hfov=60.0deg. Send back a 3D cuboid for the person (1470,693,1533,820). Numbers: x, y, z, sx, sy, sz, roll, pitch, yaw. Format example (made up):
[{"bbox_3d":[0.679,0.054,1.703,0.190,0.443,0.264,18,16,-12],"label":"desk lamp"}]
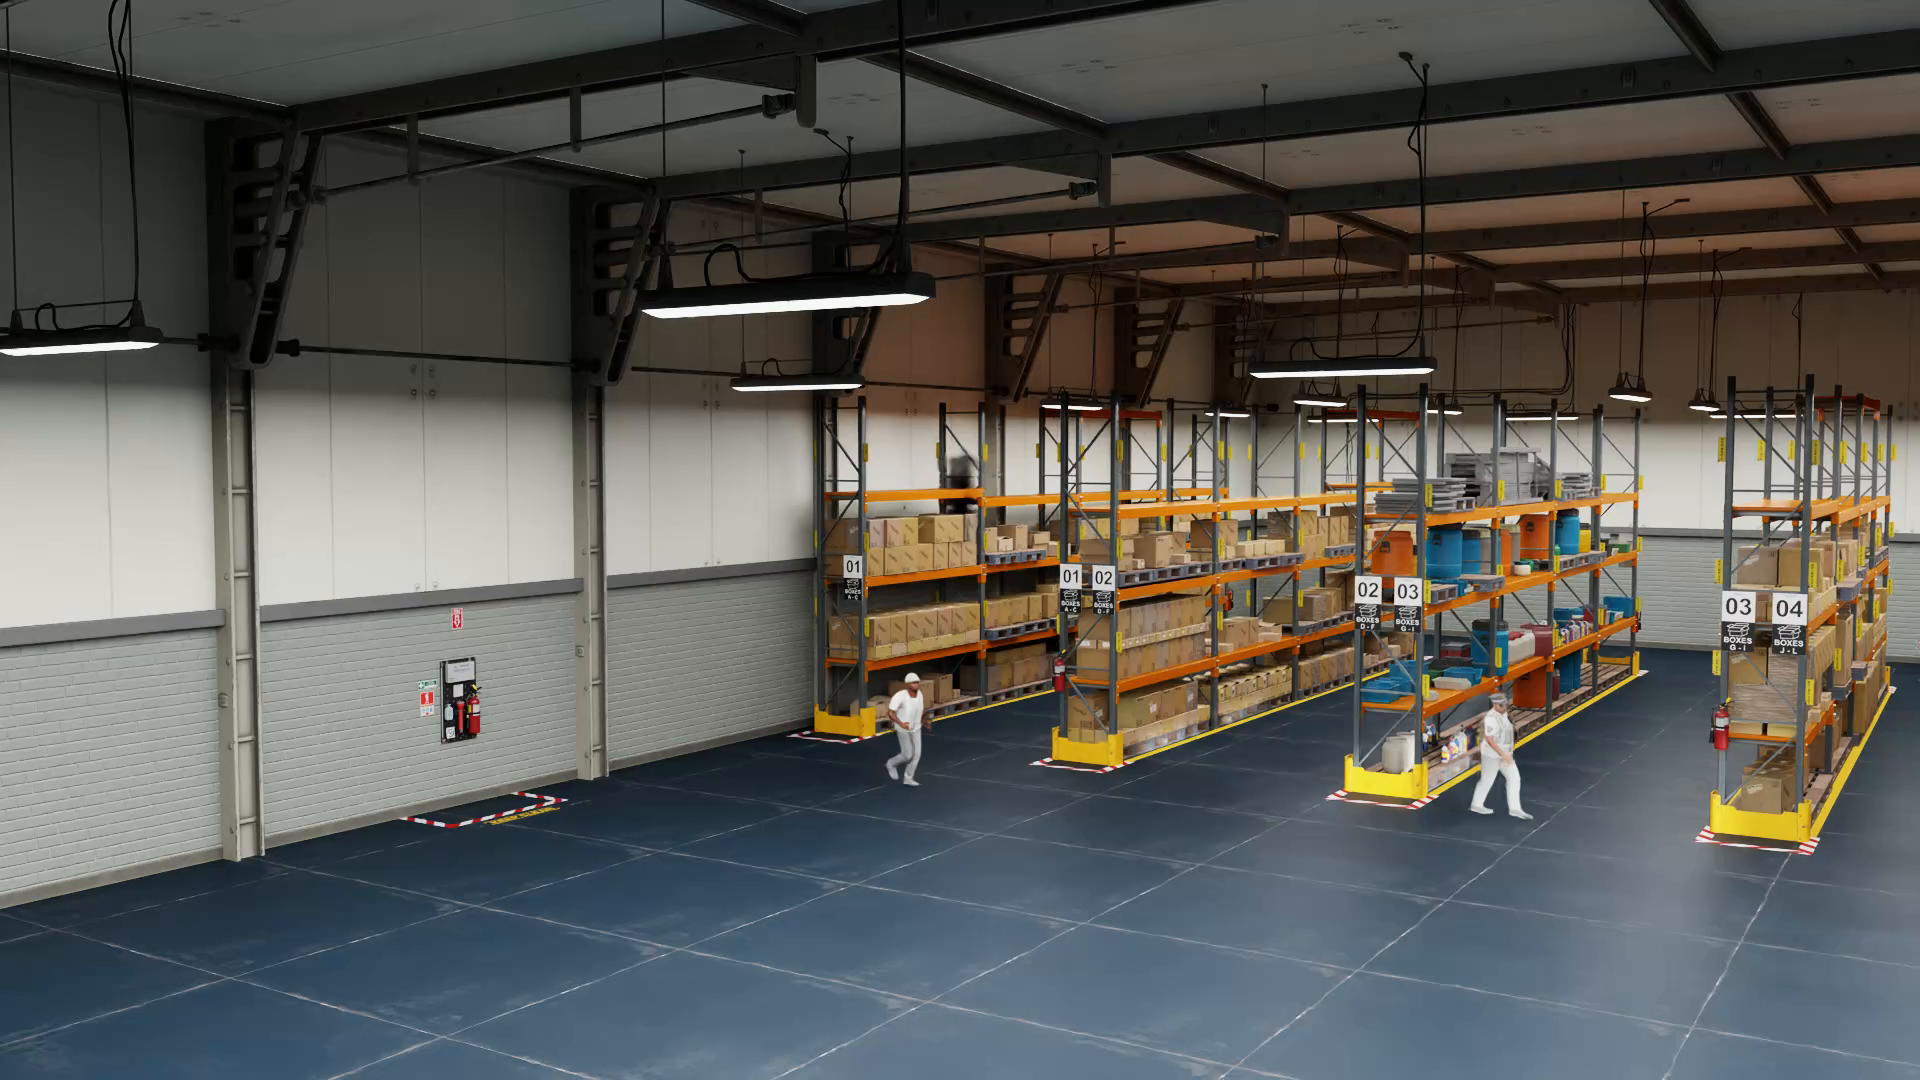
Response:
[{"bbox_3d":[7.328,2.931,22.671,0.599,1.725,0.810,-3,4,-41],"label":"person"}]

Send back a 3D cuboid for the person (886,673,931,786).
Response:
[{"bbox_3d":[-0.827,2.843,25.067,0.703,1.712,0.683,-3,4,-41],"label":"person"}]
